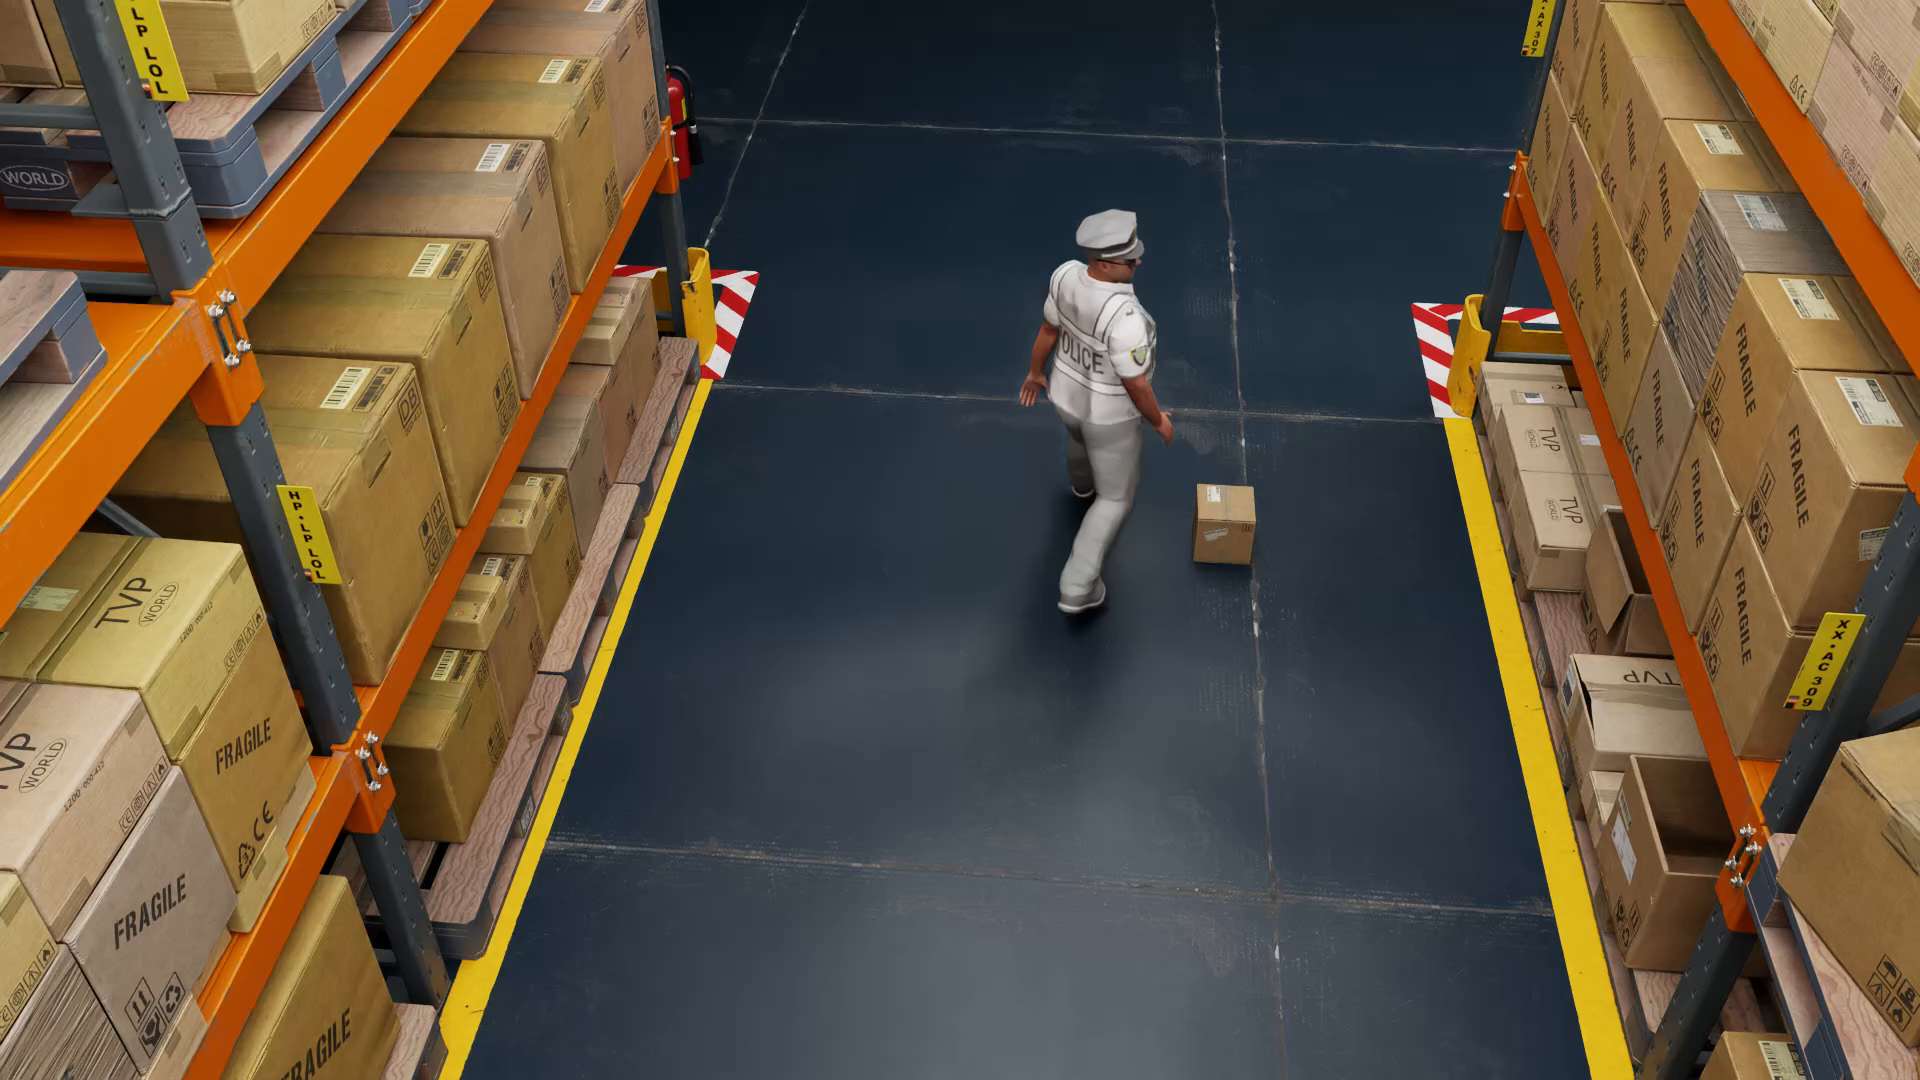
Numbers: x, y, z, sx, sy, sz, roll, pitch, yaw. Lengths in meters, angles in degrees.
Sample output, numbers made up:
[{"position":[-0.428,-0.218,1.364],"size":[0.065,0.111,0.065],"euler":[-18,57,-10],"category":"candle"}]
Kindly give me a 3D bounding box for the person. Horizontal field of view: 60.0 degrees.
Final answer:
[{"position":[0.581,-0.627,6.937],"size":[1.000,1.695,0.814],"euler":[-28,47,-29],"category":"person"}]
